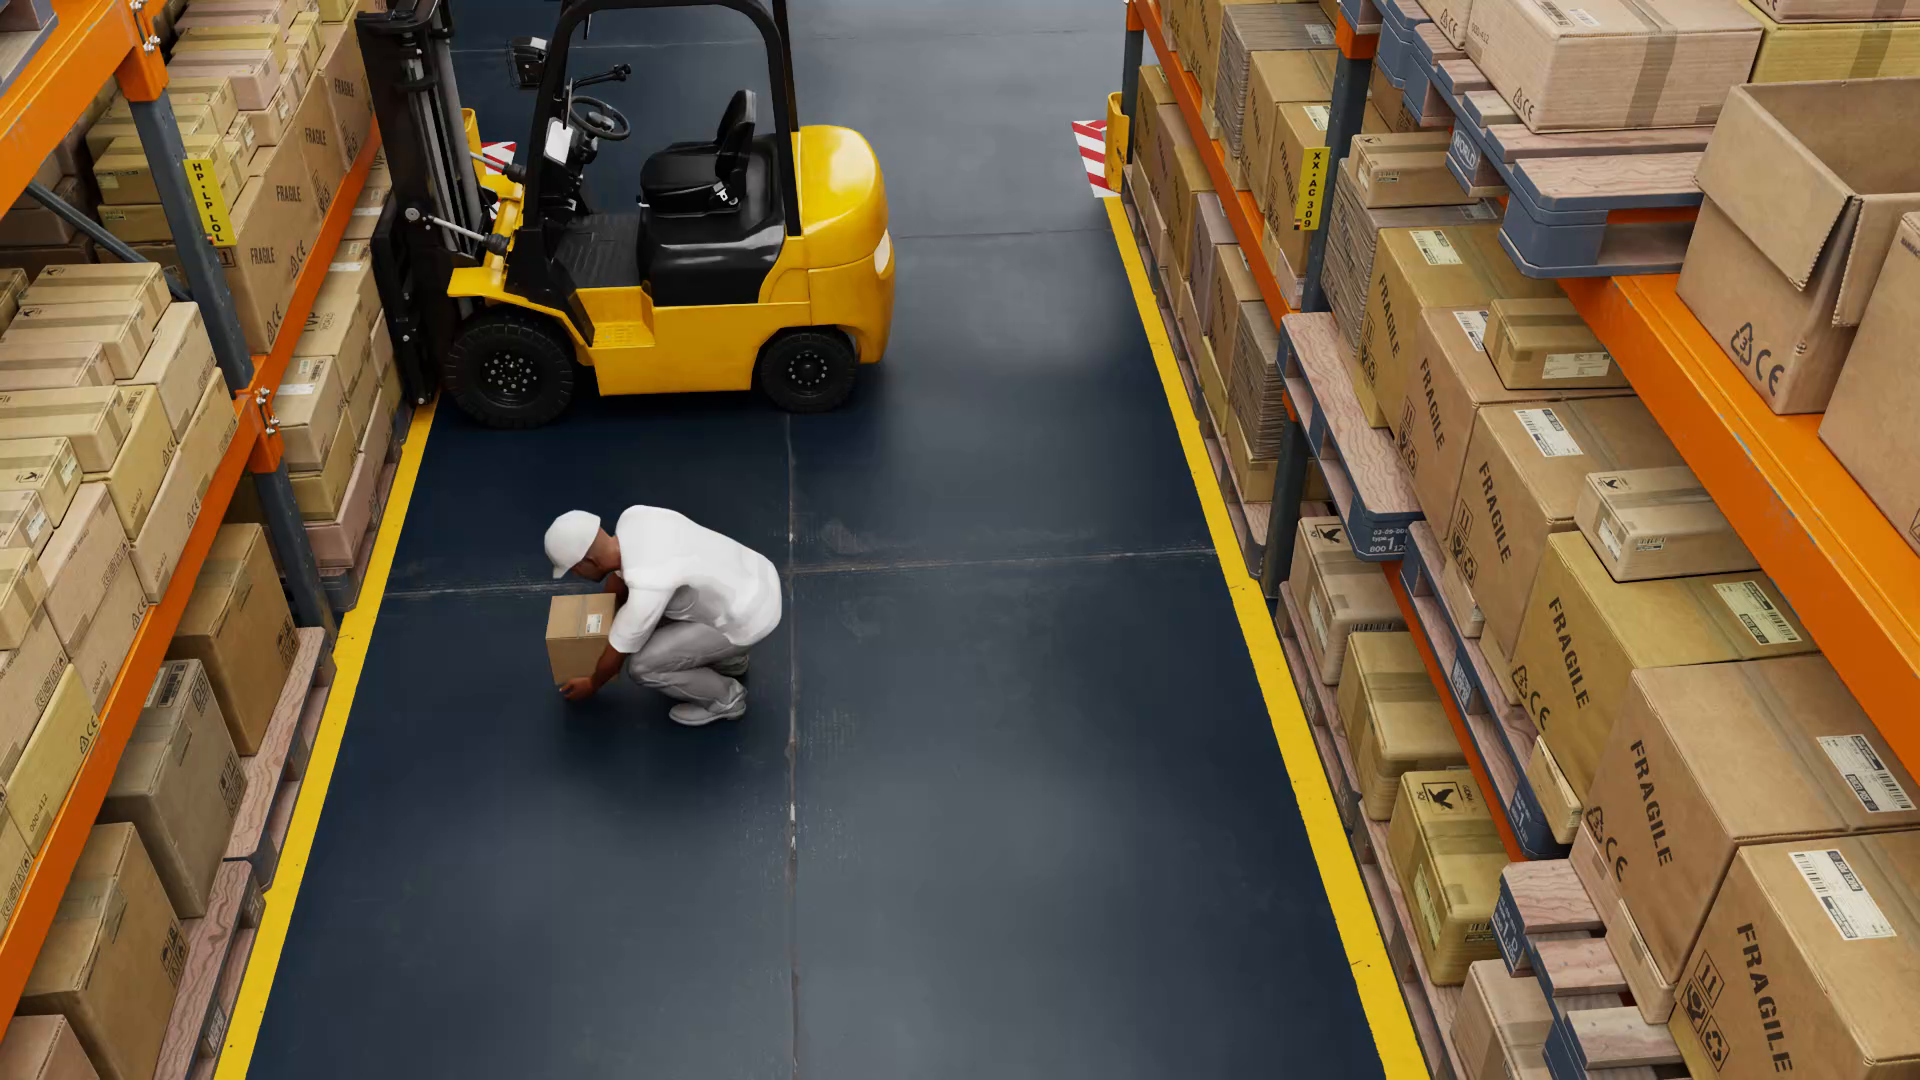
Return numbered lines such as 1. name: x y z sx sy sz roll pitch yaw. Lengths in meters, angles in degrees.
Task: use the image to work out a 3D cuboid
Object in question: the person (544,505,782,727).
1. person: -1.136 0.258 6.432 0.887 0.999 0.589 -3 39 -4
